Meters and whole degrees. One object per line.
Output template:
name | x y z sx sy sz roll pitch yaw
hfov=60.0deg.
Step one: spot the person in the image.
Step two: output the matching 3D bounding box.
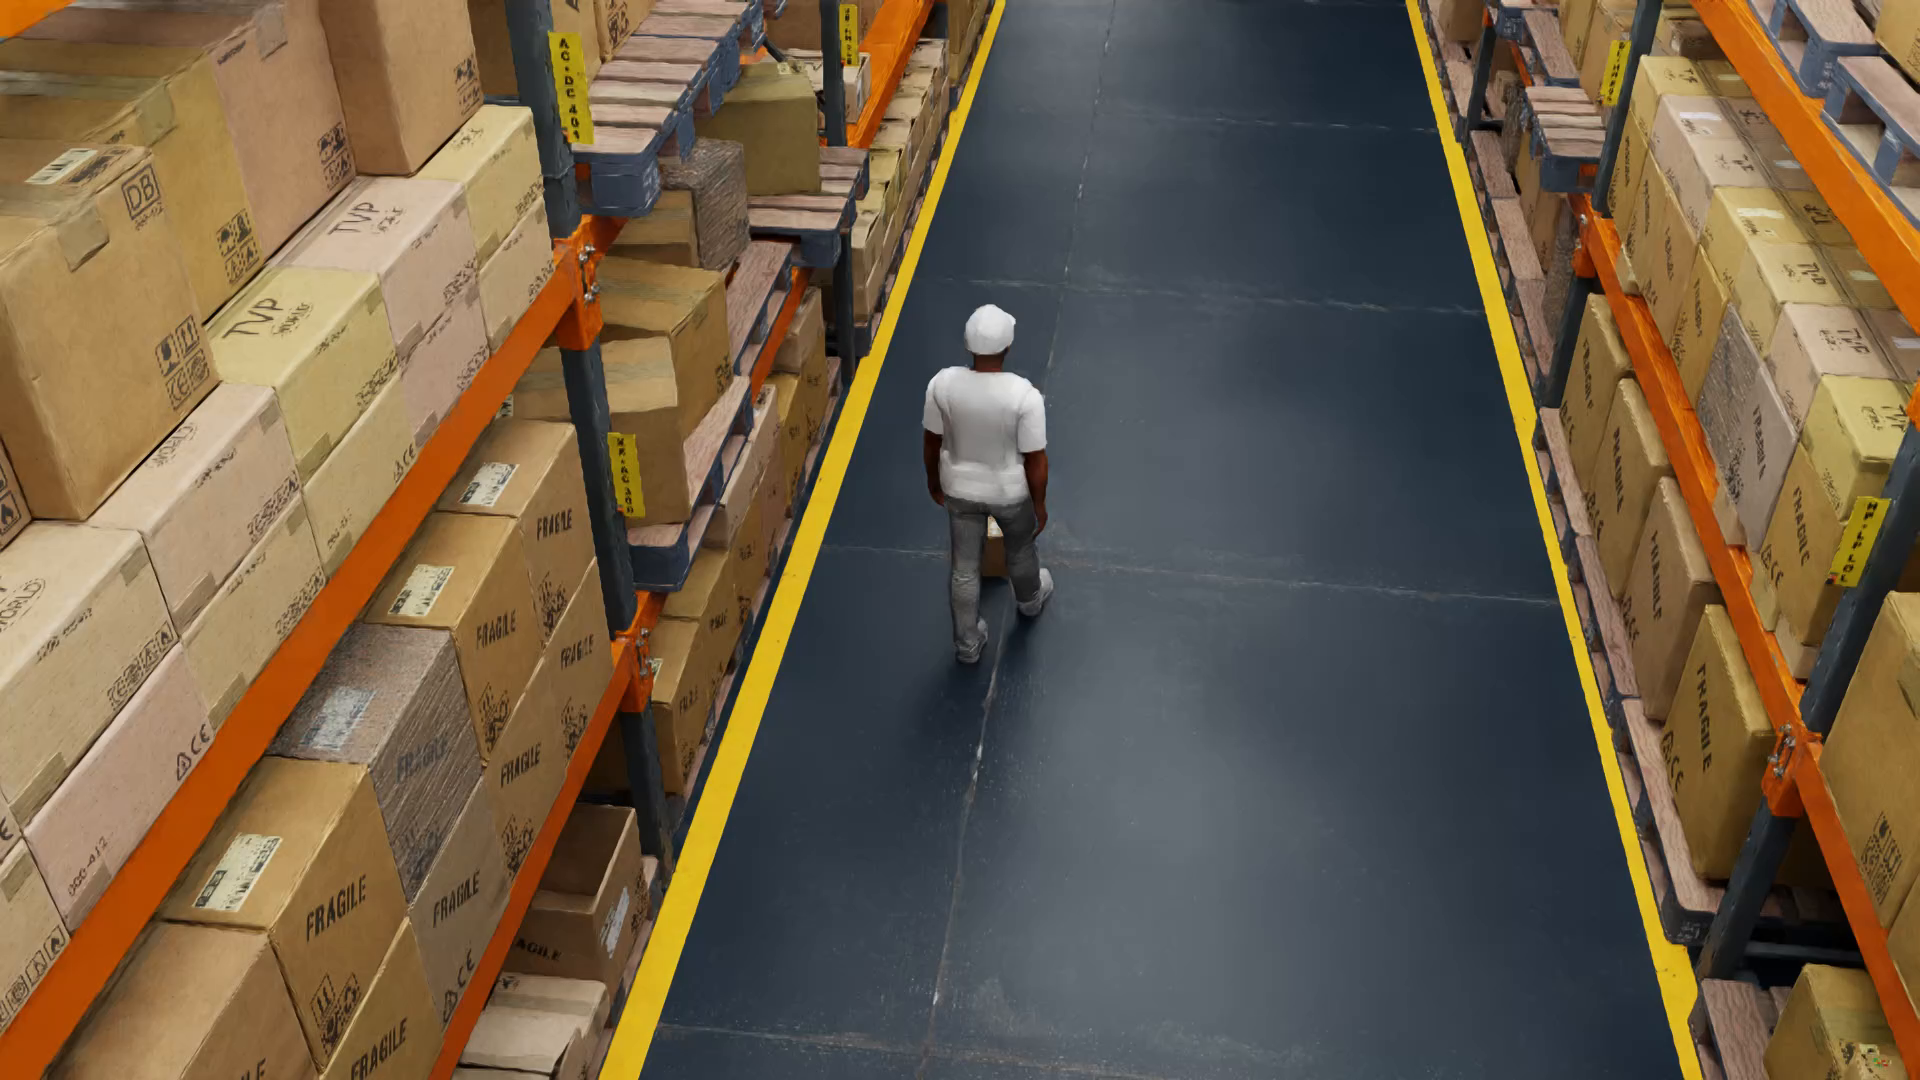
person | 0.149 -0.323 7.454 0.577 1.753 0.726 8 37 11
